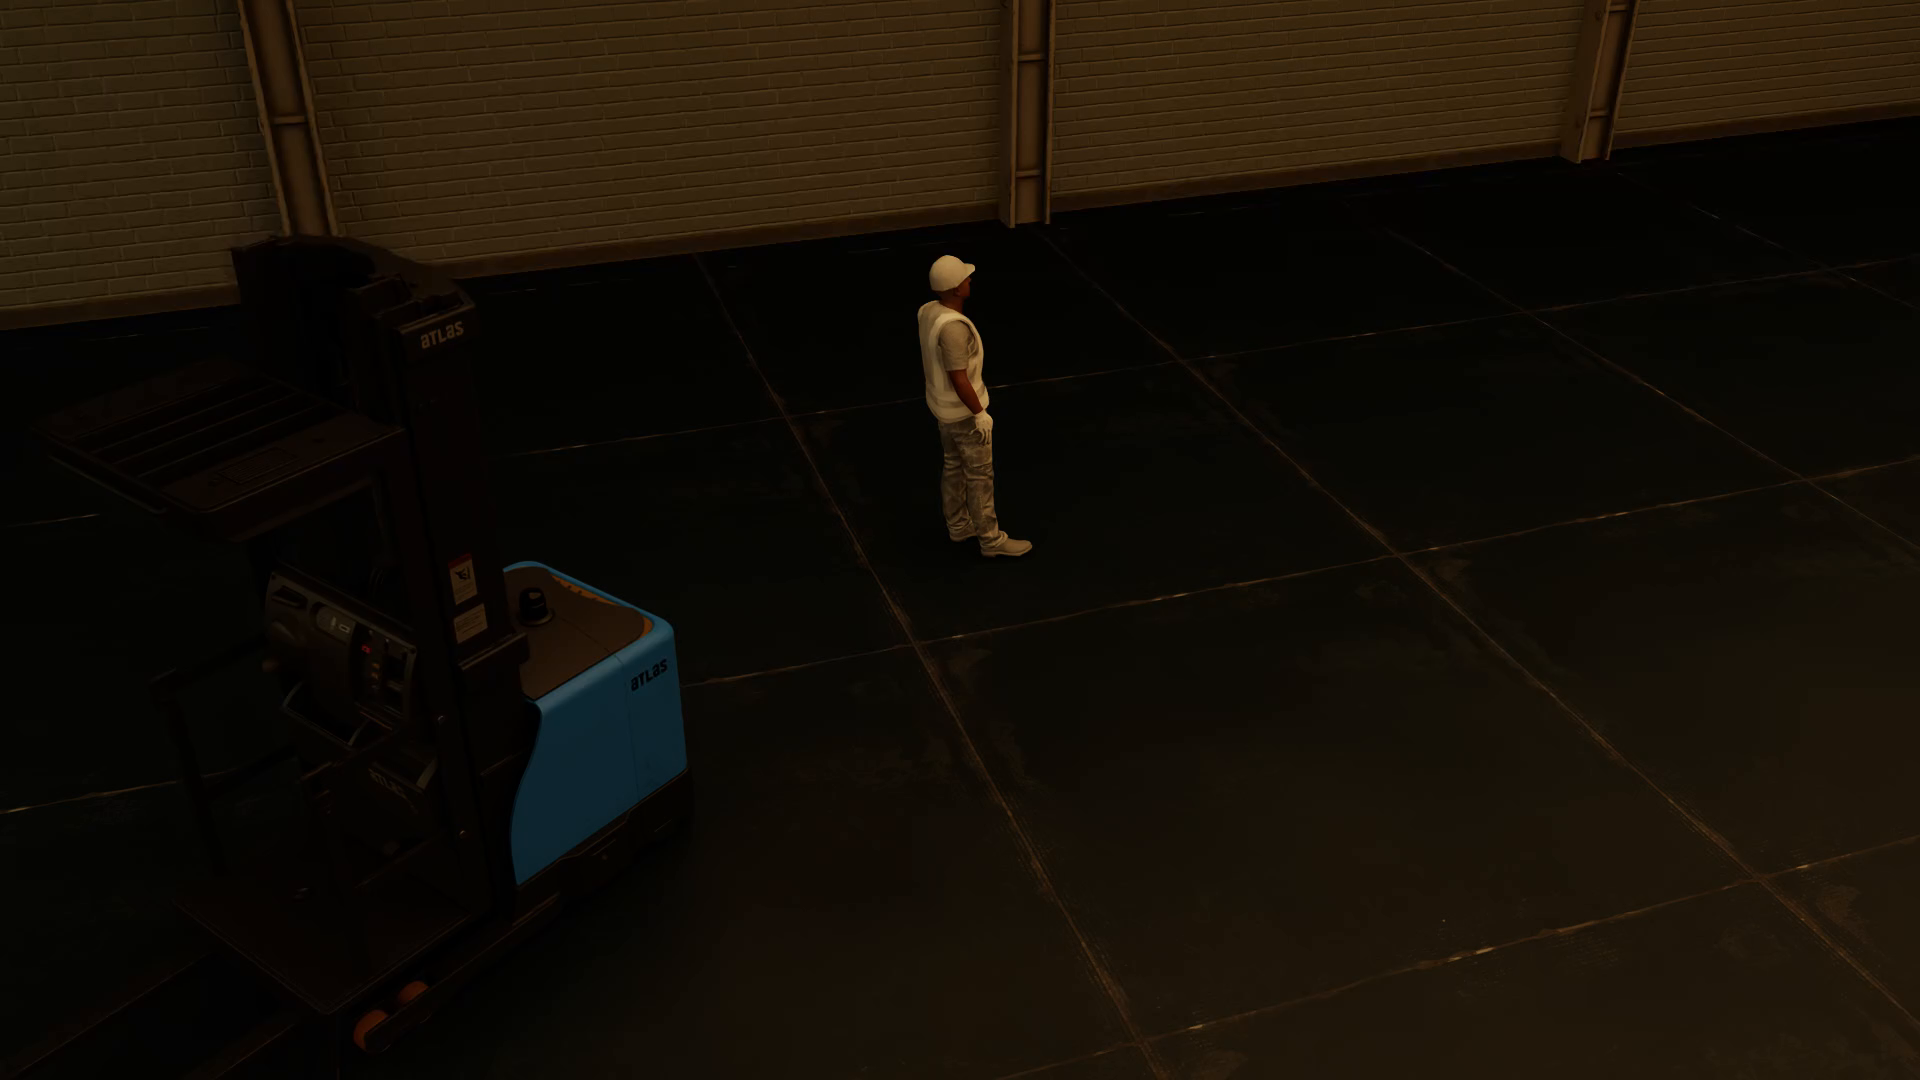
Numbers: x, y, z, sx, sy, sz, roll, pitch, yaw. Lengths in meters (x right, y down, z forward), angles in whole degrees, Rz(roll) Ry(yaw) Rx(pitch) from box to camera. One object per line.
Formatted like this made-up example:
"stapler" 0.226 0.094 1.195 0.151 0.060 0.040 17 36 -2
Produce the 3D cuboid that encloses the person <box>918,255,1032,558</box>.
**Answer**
"person" 0.071 -0.786 9.590 0.577 1.782 0.656 -10 31 -16

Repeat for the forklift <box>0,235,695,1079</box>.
"forklift" -2.519 0.466 6.276 1.130 2.935 3.031 20 36 31
